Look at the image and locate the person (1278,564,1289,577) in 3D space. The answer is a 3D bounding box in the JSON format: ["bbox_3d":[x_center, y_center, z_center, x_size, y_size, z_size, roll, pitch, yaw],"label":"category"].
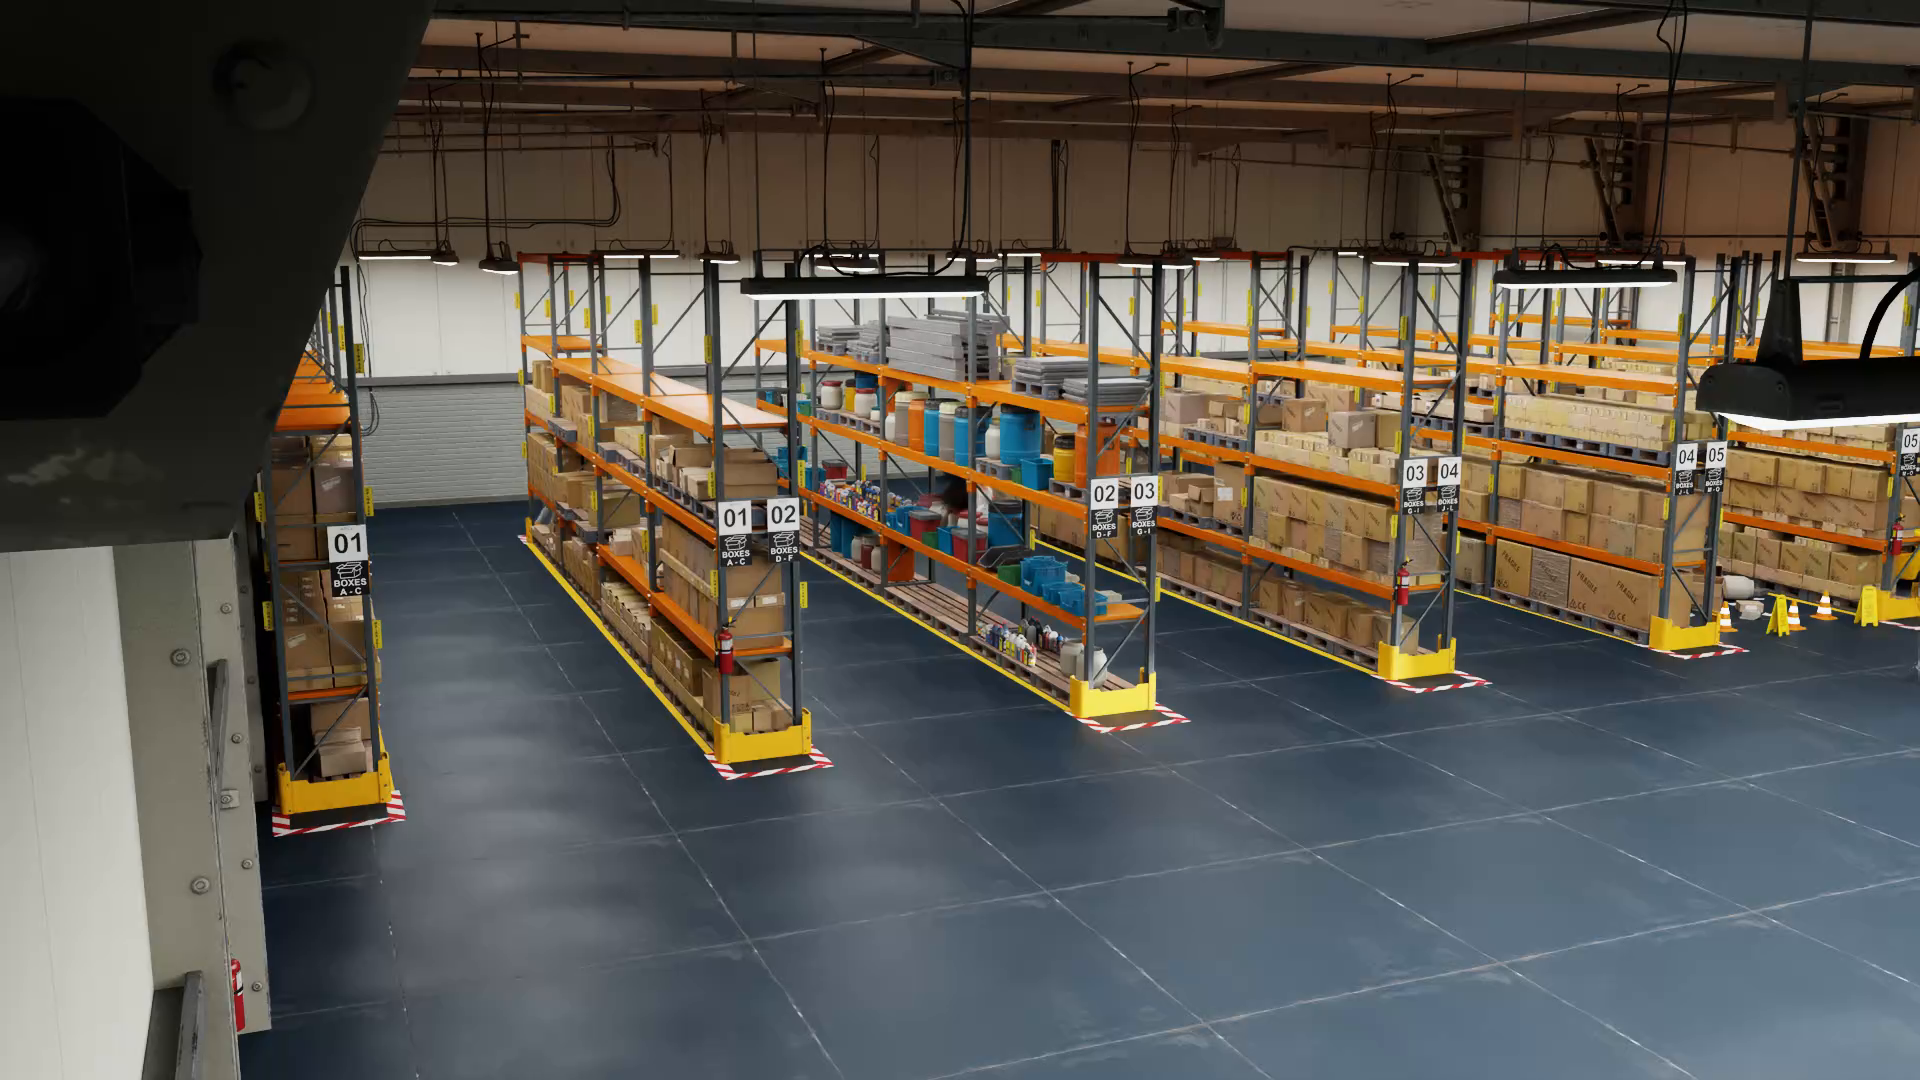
[{"bbox_3d":[6.221,-0.082,31.225,0.552,1.558,0.529,-6,12,-30],"label":"person"}]

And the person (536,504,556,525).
[{"bbox_3d":[-8.864,-0.994,36.018,0.735,1.731,0.610,-1,10,-6],"label":"person"}]

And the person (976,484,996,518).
[{"bbox_3d":[0.498,-0.495,32.836,0.686,1.773,0.657,-5,12,-27],"label":"person"}]
